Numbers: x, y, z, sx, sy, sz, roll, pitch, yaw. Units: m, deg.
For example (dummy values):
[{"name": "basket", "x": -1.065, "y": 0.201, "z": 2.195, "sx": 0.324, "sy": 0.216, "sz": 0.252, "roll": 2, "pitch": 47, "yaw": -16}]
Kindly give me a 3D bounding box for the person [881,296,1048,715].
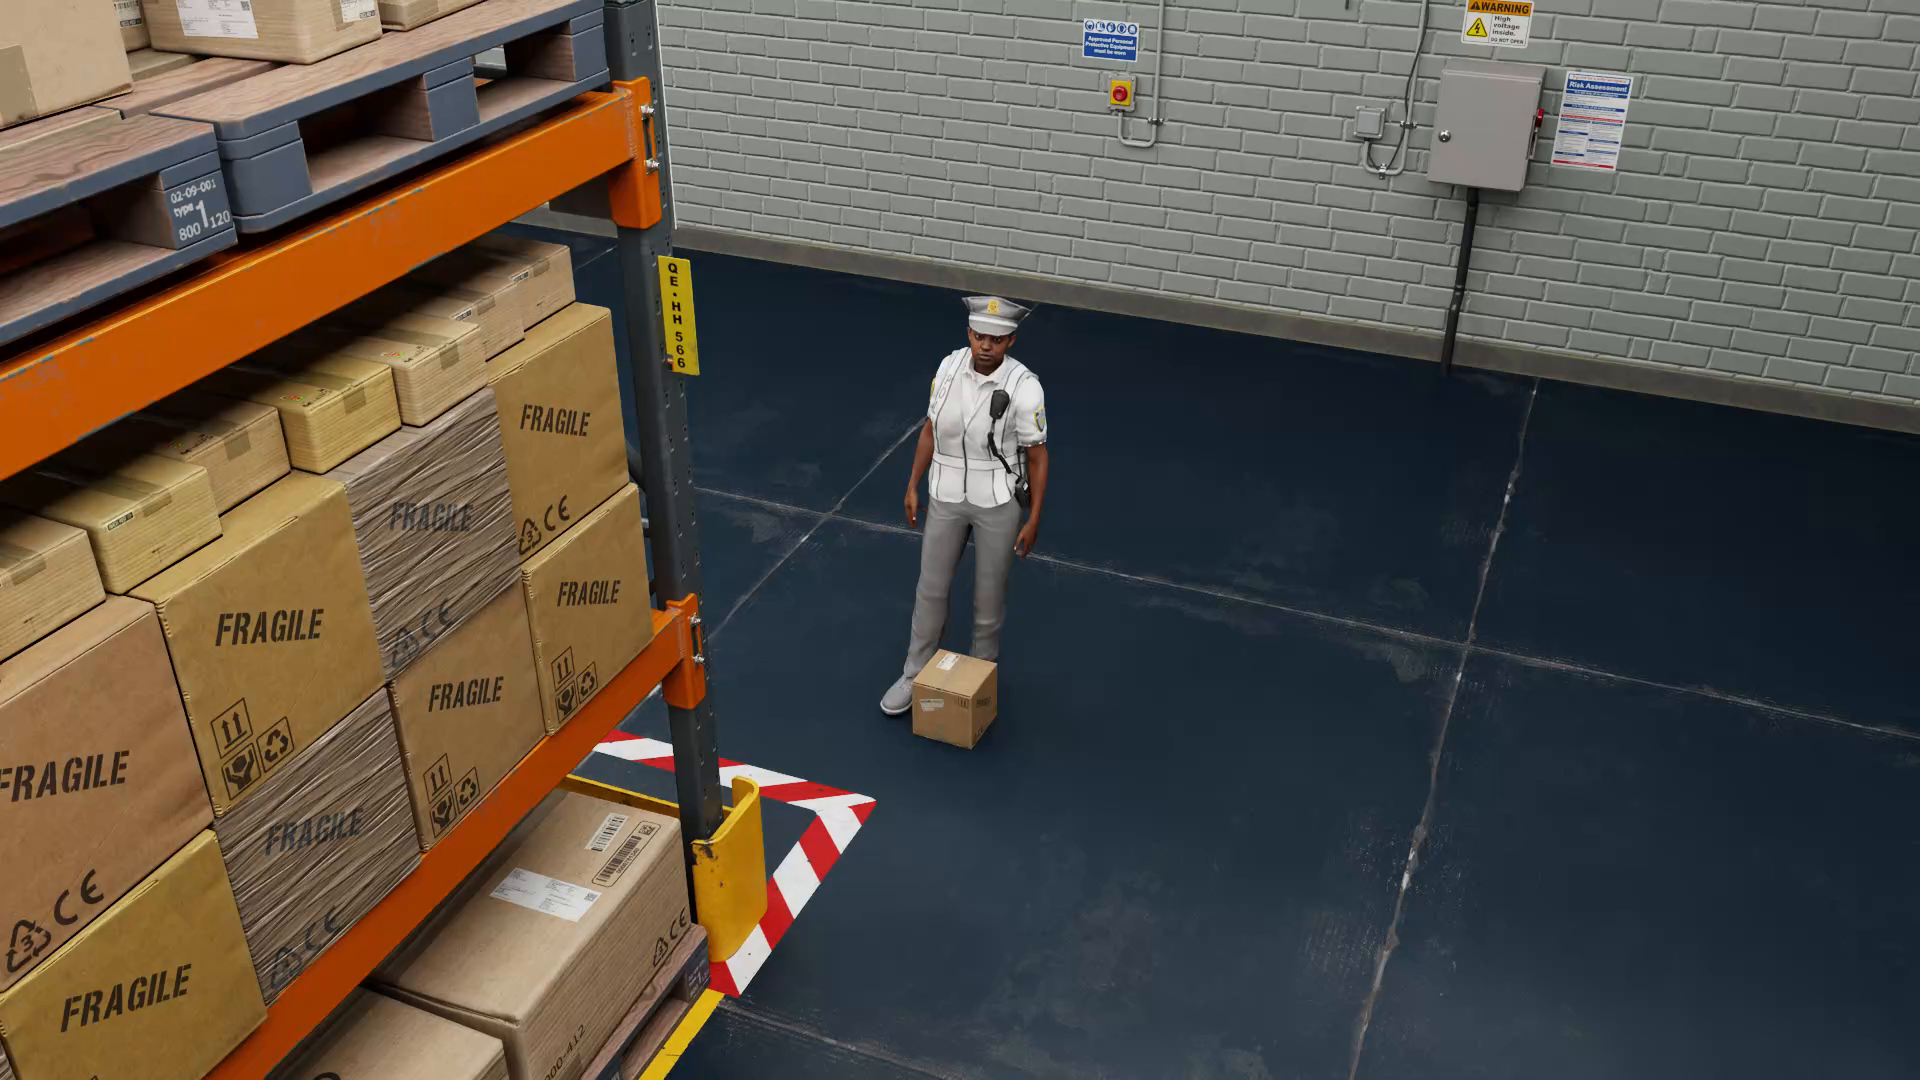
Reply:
[{"name": "person", "x": 0.025, "y": -0.115, "z": 6.281, "sx": 0.569, "sy": 1.692, "sz": 0.529, "roll": 11, "pitch": 32, "yaw": 19}]
